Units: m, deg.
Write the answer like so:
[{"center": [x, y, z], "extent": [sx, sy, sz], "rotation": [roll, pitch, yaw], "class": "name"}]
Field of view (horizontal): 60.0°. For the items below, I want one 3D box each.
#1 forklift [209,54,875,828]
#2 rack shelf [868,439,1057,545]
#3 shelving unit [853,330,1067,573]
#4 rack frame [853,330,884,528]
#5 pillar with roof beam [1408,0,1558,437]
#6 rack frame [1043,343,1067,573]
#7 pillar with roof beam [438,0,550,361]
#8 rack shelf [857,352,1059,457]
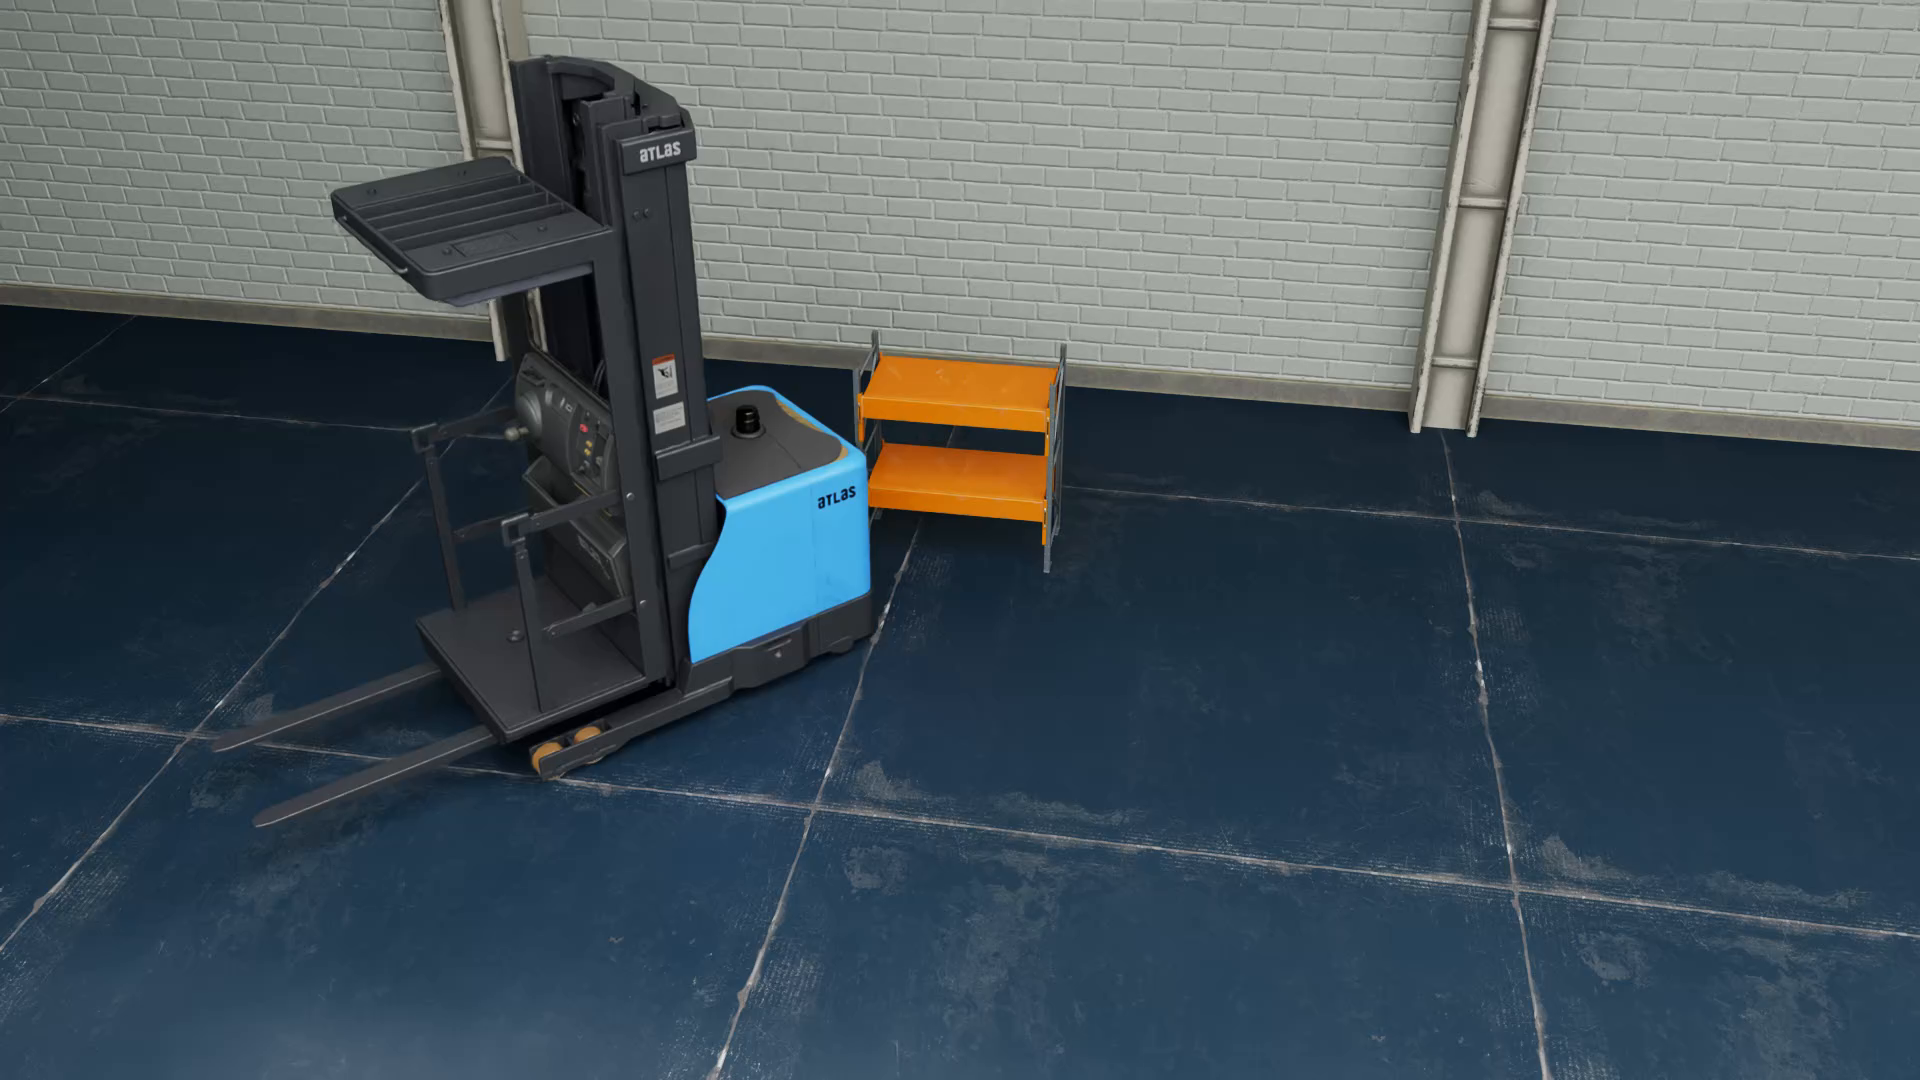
[{"center": [-1.915, -0.477, 7.250], "extent": [3.031, 2.935, 1.130], "rotation": [-21, 38, -30], "class": "forklift"}, {"center": [0.007, -0.269, 9.080], "extent": [1.000, 0.278, 0.538], "rotation": [5, 32, 8], "class": "rack shelf"}, {"center": [0.007, -0.476, 8.951], "extent": [1.048, 1.125, 0.538], "rotation": [5, 32, 8], "class": "shelving unit"}, {"center": [-0.494, -0.522, 9.023], "extent": [0.032, 1.125, 0.500], "rotation": [5, 32, 8], "class": "rack frame"}, {"center": [2.293, -2.295, 4.436], "extent": [0.400, 9.000, 9.100], "rotation": [5, 32, 8], "class": "pillar with roof beam"}, {"center": [0.508, -0.431, 8.878], "extent": [0.032, 1.125, 0.500], "rotation": [5, 32, 8], "class": "rack frame"}, {"center": [-3.621, -2.831, 5.291], "extent": [0.400, 9.000, 9.100], "rotation": [5, 32, 8], "class": "pillar with roof beam"}, {"center": [0.007, -0.724, 8.795], "extent": [1.000, 0.278, 0.538], "rotation": [5, 32, 8], "class": "rack shelf"}]
